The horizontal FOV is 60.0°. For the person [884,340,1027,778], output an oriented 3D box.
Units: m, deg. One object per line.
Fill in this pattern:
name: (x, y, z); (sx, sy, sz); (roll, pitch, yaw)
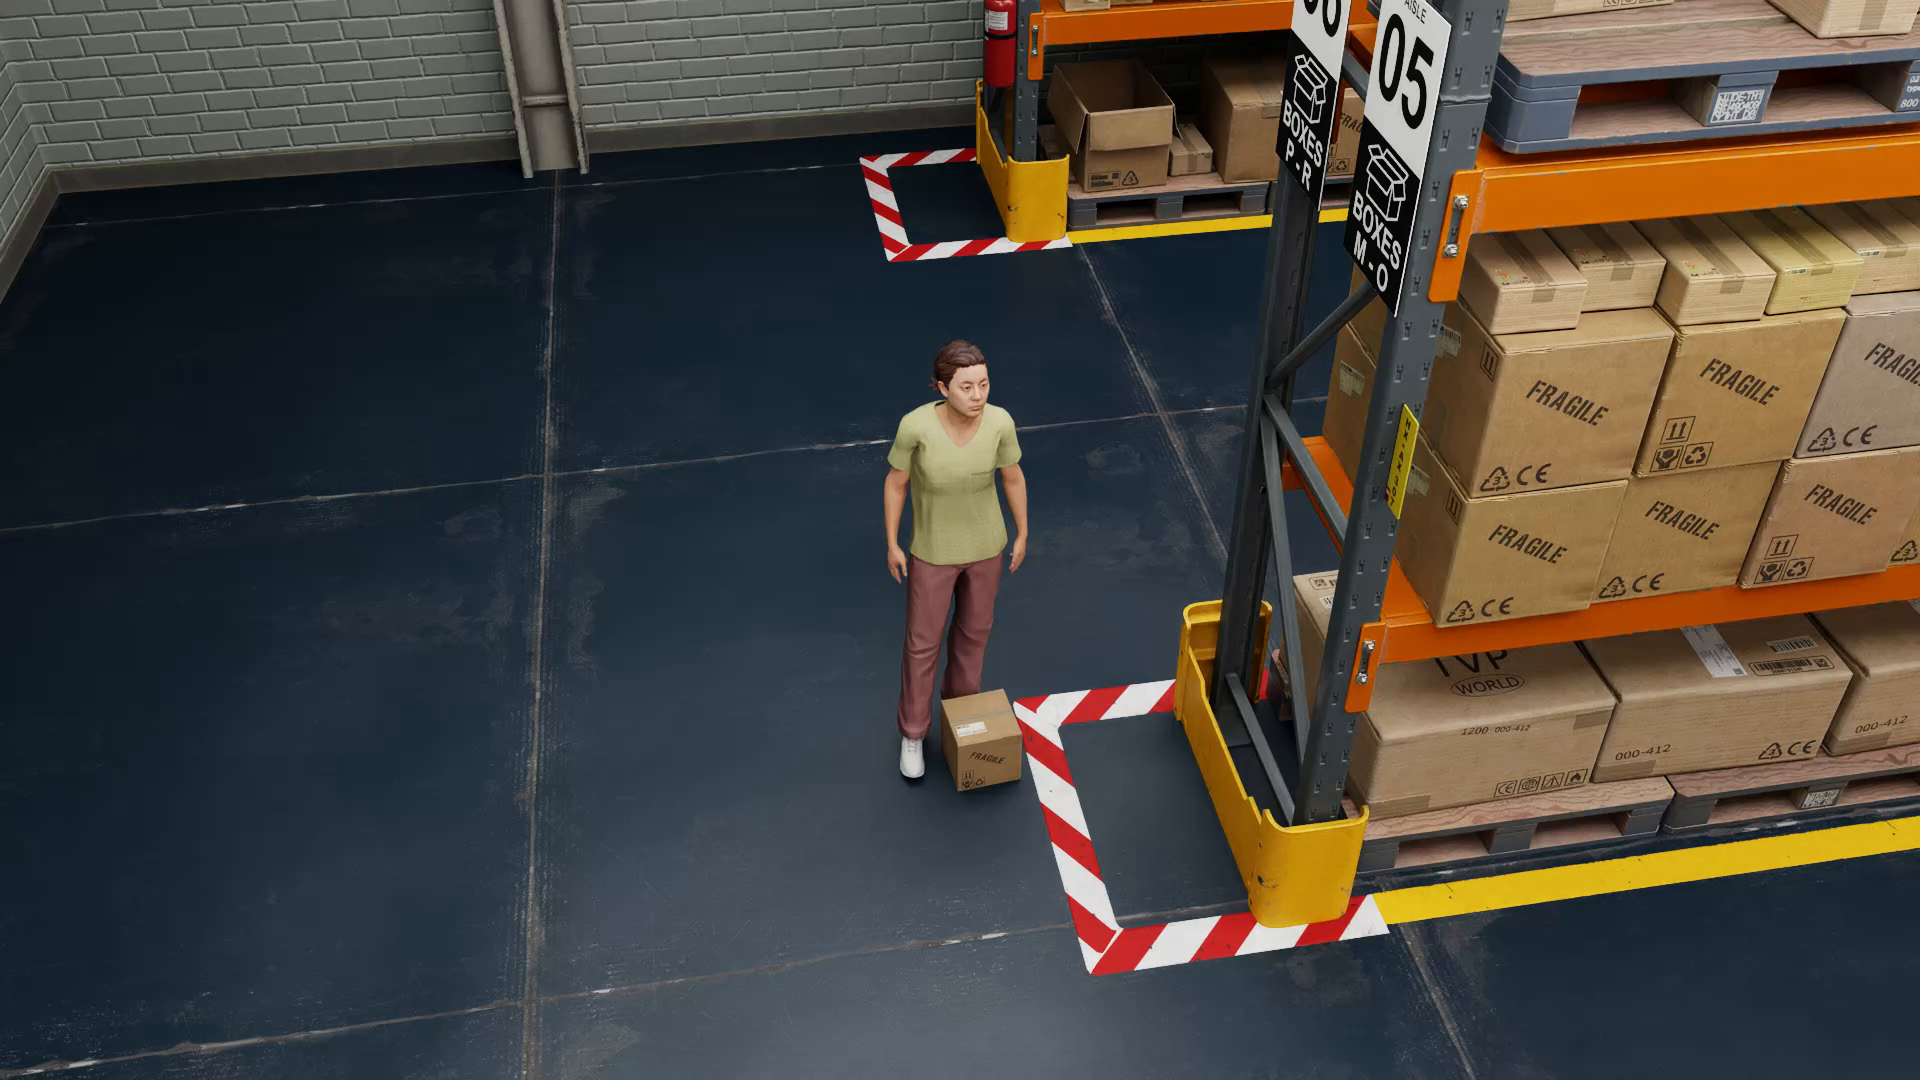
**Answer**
person: (-0.003, 0.074, 6.049); (0.555, 1.676, 0.549); (-8, 40, -10)
